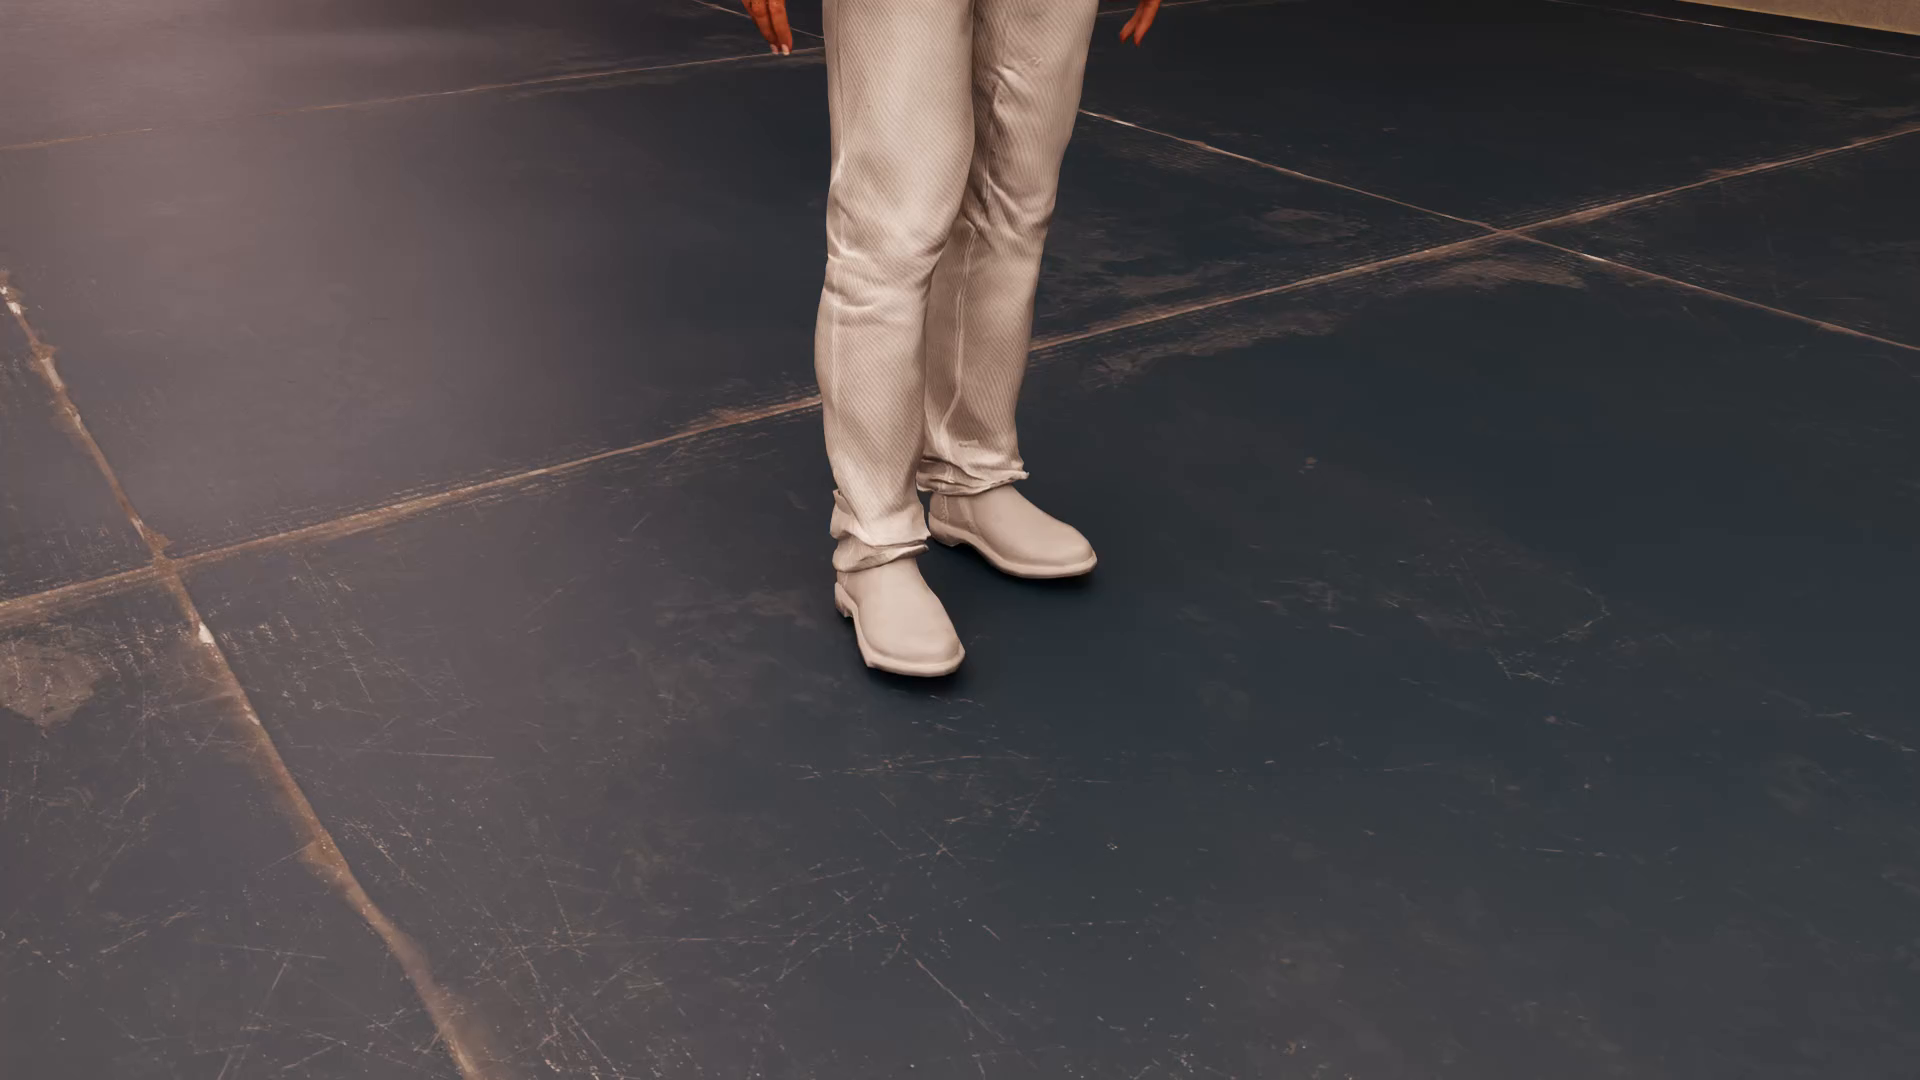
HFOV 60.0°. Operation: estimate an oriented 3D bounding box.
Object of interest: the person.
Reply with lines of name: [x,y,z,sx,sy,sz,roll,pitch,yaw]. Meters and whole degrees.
person: [0.035,-0.769,2.046,0.665,1.768,0.575,-17,31,-31]
